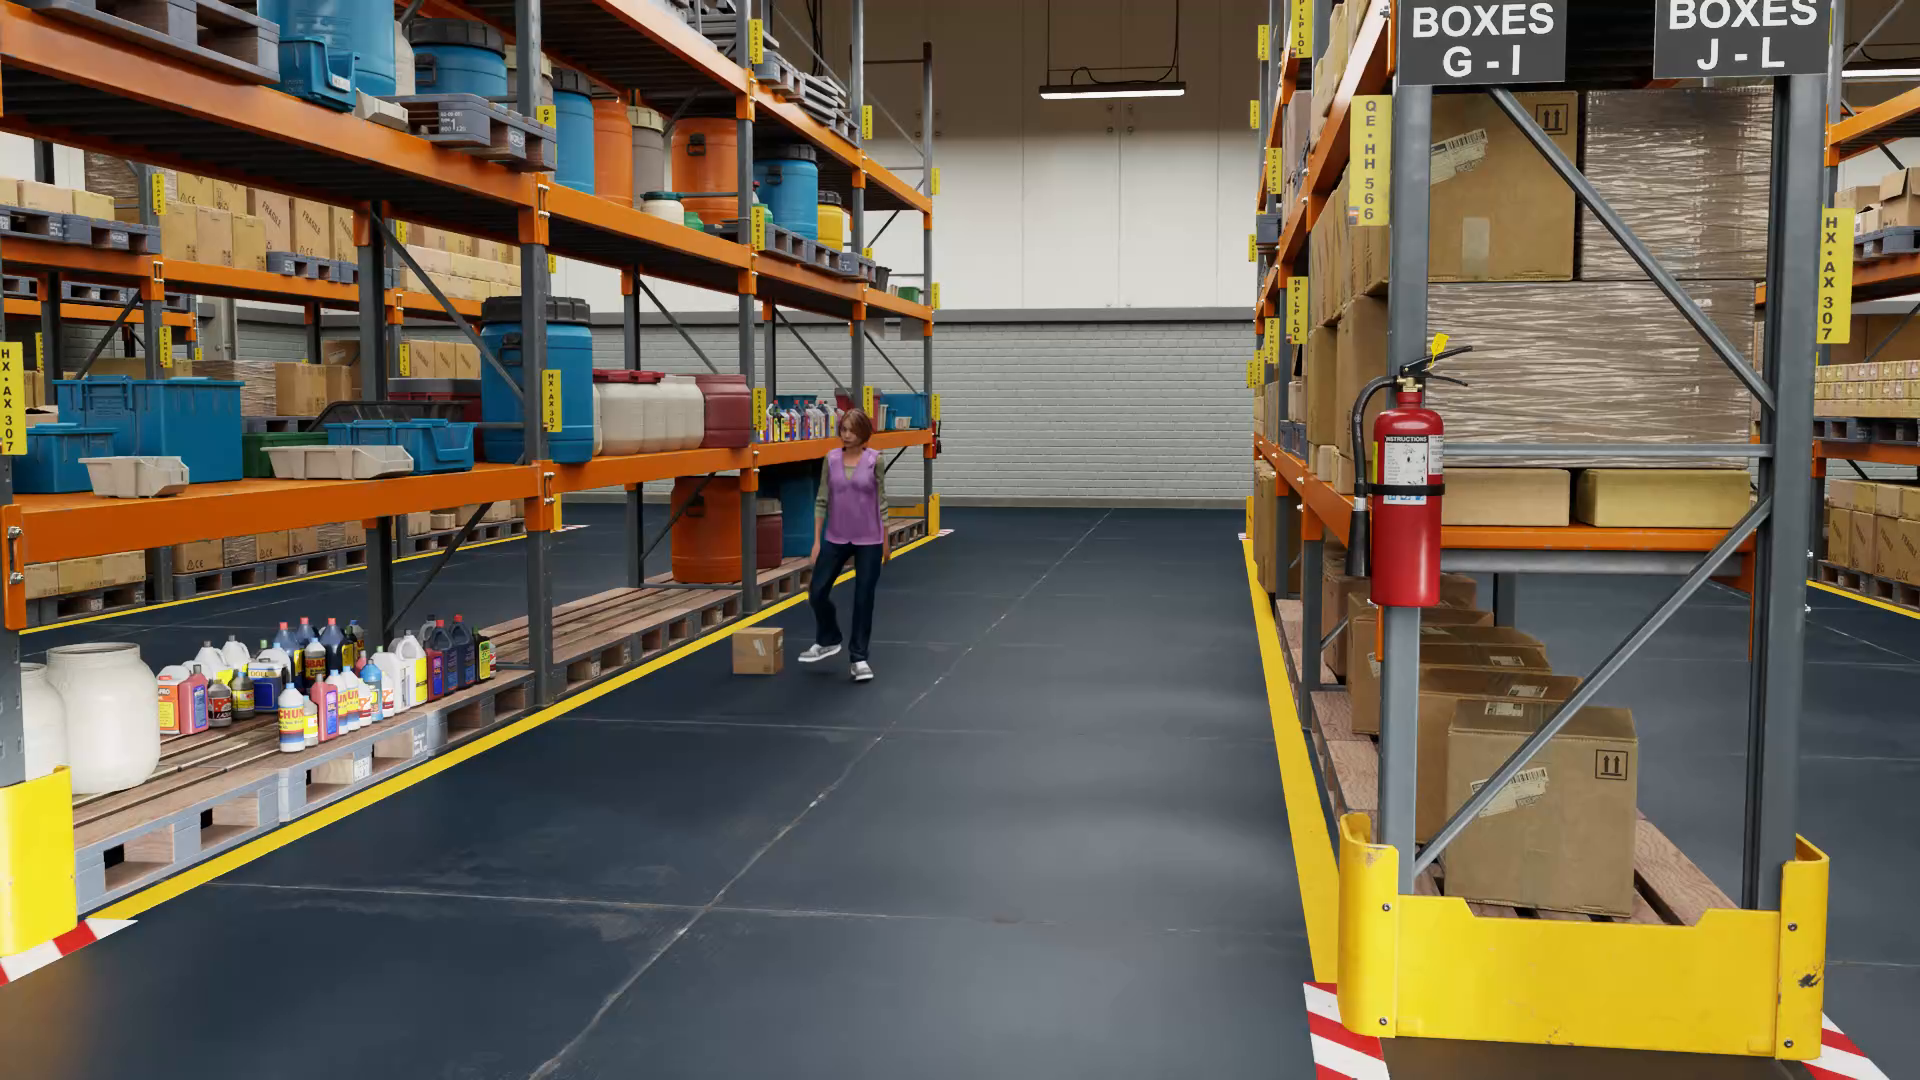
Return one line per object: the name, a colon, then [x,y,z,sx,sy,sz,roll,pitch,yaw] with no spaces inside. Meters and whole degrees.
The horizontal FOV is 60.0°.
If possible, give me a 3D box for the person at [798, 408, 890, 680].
person: [-0.699,0.020,9.792,0.584,1.588,0.471,1,5,8]
